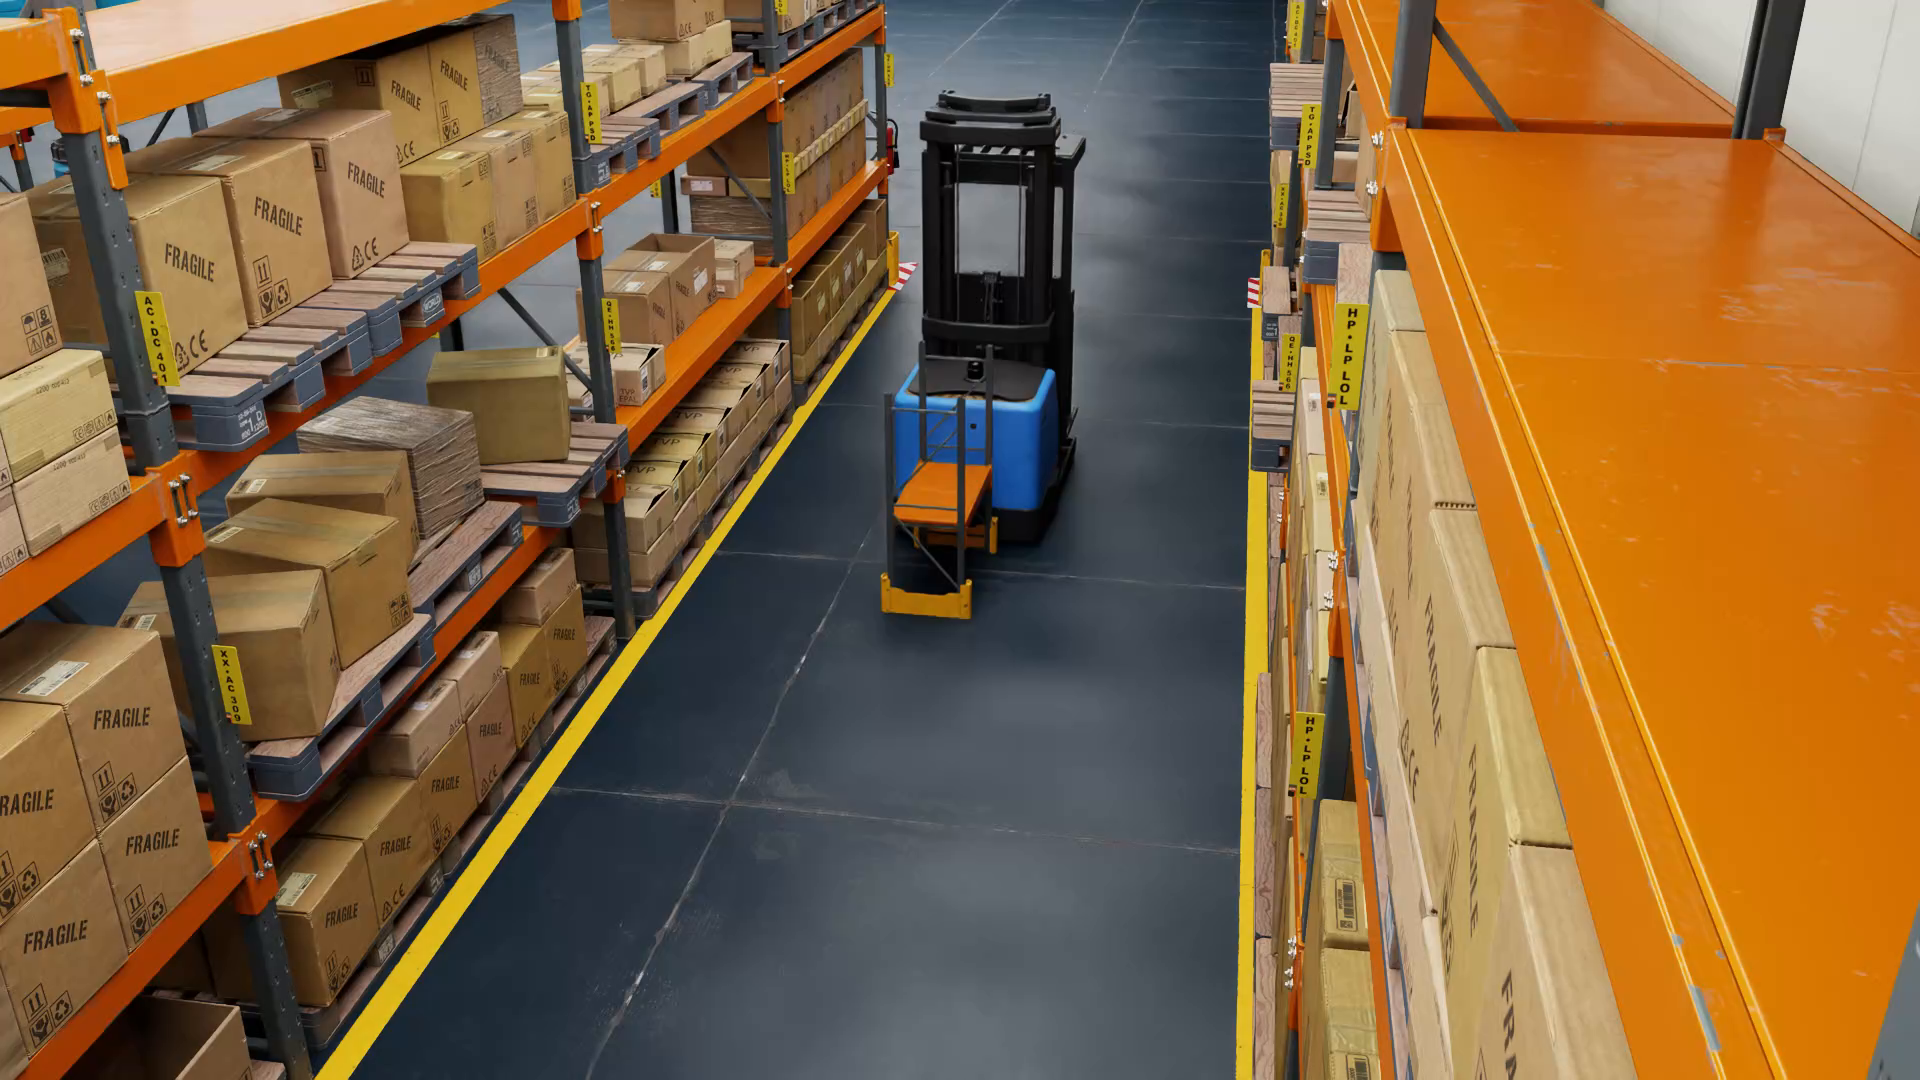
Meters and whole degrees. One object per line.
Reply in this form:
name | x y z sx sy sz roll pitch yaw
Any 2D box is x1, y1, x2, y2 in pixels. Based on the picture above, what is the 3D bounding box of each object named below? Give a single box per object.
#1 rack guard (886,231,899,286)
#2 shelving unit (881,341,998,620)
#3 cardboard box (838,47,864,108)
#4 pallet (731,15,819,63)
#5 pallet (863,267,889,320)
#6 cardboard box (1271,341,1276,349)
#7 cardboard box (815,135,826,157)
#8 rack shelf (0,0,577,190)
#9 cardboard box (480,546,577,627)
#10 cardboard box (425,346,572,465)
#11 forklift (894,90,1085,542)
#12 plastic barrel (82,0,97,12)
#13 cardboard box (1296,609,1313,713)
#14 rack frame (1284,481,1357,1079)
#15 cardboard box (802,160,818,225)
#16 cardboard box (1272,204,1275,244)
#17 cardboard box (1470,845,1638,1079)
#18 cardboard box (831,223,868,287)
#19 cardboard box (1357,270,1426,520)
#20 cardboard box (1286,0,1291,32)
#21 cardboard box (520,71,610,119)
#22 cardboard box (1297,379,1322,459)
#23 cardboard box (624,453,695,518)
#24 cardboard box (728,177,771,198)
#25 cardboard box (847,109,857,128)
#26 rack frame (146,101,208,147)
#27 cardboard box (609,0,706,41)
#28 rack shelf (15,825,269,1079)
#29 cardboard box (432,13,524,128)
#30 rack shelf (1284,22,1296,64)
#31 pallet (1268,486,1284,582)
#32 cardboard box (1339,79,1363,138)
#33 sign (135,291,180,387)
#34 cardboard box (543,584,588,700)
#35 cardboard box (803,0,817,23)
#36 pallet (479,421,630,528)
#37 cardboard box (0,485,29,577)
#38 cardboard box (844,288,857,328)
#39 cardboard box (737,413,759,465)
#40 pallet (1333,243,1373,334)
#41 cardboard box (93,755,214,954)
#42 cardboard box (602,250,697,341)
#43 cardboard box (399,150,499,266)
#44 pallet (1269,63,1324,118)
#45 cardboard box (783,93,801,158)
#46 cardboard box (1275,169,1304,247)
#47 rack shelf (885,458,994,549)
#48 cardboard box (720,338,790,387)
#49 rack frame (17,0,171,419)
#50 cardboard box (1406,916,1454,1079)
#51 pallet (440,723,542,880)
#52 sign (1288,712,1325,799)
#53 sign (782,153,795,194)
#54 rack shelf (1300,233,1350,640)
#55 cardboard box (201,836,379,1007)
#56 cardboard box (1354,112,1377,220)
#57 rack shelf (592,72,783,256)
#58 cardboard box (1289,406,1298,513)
rack guard | -1.244 -3.006 17.627 1.175 0.500 0.348 4 25 9
shelving unit | -0.124 -0.411 10.903 0.587 1.500 1.083 5 25 10
cardboard box | -1.346 -4.545 16.317 0.700 0.500 0.500 4 25 9
pallet | -1.788 -4.132 13.650 1.003 0.211 1.213 4 25 9
pallet | -1.332 -2.543 16.977 1.003 0.211 1.213 4 25 9
cardboard box | 3.175 -2.029 15.020 0.700 0.500 0.500 2 25 5
cardboard box | -1.417 -3.541 14.939 0.380 0.149 0.250 4 25 8
rack shelf | -2.883 -2.156 7.106 1.077 0.370 4.000 4 25 9
cardboard box | -2.482 0.242 9.284 0.500 0.250 0.500 5 26 11
cardboard box | -2.548 -0.747 9.238 0.700 0.500 0.500 -4 25 -9
forklift | 0.314 -1.914 12.425 1.130 2.935 3.031 5 25 10
plastic barrel | -6.764 -3.884 12.425 0.600 0.901 0.600 0 25 0
cardboard box | 1.579 0.619 6.442 0.500 0.500 0.500 4 25 9
rack frame | 1.678 1.232 5.623 1.000 3.000 0.127 4 25 9
cardboard box | -1.670 -3.117 14.798 0.700 0.500 0.500 4 25 9
cardboard box | 2.921 -2.693 14.163 0.500 0.250 0.500 4 25 8
cardboard box | 0.875 0.714 1.870 0.500 0.500 0.500 4 25 8
cardboard box | -1.191 -2.749 15.992 0.500 0.500 0.500 4 25 9
cardboard box | 1.285 -0.355 4.155 0.500 0.500 0.500 4 25 8
cardboard box | 3.215 -4.855 14.948 0.500 0.500 0.500 6 26 12
cardboard box | -2.469 -2.677 10.119 0.500 0.250 0.500 5 25 10
cardboard box | 1.916 -0.573 8.102 0.500 0.250 0.500 4 25 8
cardboard box | -2.103 -0.400 11.198 0.500 0.311 0.500 3 25 7
cardboard box | -1.667 -2.893 13.554 0.380 0.149 0.250 4 25 8
cardboard box | -1.206 -4.078 16.085 0.380 0.149 0.250 4 25 8
rack frame | -6.788 -2.800 14.238 1.000 3.000 0.127 4 25 9
cardboard box | -2.112 -3.781 11.592 0.500 0.500 0.500 6 26 14
rack shelf | -3.536 2.053 4.719 1.077 0.370 4.000 4 25 9
cardboard box | -2.633 -2.457 8.669 0.500 0.500 0.500 4 25 9
rack shelf | 3.312 -3.983 14.075 1.077 0.370 4.000 4 25 9
pallet | 2.663 -0.013 11.574 1.003 0.211 1.213 4 25 9
cardboard box | 2.635 -2.391 9.680 0.797 0.503 0.637 8 26 16
sign | -2.673 -0.668 5.534 0.100 0.325 0.005 4 25 9
cardboard box | -2.477 0.558 9.494 0.500 0.500 0.500 5 26 11
cardboard box | -1.471 -4.445 13.659 0.500 0.311 0.500 3 25 6
pallet | -2.597 -0.407 9.352 1.213 0.211 1.003 4 25 9
cardboard box | -3.119 0.030 4.830 0.500 0.250 0.500 4 25 9
cardboard box | -1.278 -2.200 15.704 0.500 0.250 0.500 4 25 9
cardboard box | -1.851 -0.781 12.673 0.500 0.250 0.500 5 25 10
pallet | 2.099 -0.973 7.019 1.003 0.211 1.213 5 26 11
cardboard box | -3.038 1.072 5.848 0.500 0.500 0.500 4 25 9
cardboard box | -2.212 -1.751 11.878 0.500 0.500 0.500 4 25 9
cardboard box | -2.762 -1.571 7.955 0.910 0.500 0.500 4 25 9
pallet | 2.780 -3.136 11.640 1.213 0.211 1.003 4 25 9
cardboard box | -1.754 -3.486 14.054 0.700 0.500 0.500 4 25 8
cardboard box | 2.758 -2.614 13.108 0.500 0.500 0.500 4 25 8
rack shelf | -0.123 -0.252 10.987 0.538 0.185 1.000 5 25 10
cardboard box | -1.685 -1.465 13.472 0.500 0.311 0.500 4 25 9
rack frame | -3.209 -1.827 5.082 1.000 3.000 0.127 4 25 9
cardboard box | 0.966 0.837 2.494 0.500 0.250 0.500 3 25 7
pallet | -2.917 1.299 8.770 1.003 0.211 1.213 4 25 9
sign | 1.141 0.710 5.466 0.100 0.325 0.005 4 25 9
sign | -1.365 -2.910 13.201 0.100 0.325 0.005 4 25 9
rack shelf | 2.005 -0.637 6.927 1.077 0.370 4.000 4 25 9
cardboard box | -2.890 1.638 7.186 0.500 0.500 0.500 3 25 6
cardboard box | 2.311 -1.841 8.014 0.700 0.500 0.500 2 25 4
rack shelf | -2.229 -2.652 11.231 1.077 0.370 4.000 4 25 9
cardboard box | 2.000 -0.444 8.713 0.500 0.500 0.500 5 26 10
